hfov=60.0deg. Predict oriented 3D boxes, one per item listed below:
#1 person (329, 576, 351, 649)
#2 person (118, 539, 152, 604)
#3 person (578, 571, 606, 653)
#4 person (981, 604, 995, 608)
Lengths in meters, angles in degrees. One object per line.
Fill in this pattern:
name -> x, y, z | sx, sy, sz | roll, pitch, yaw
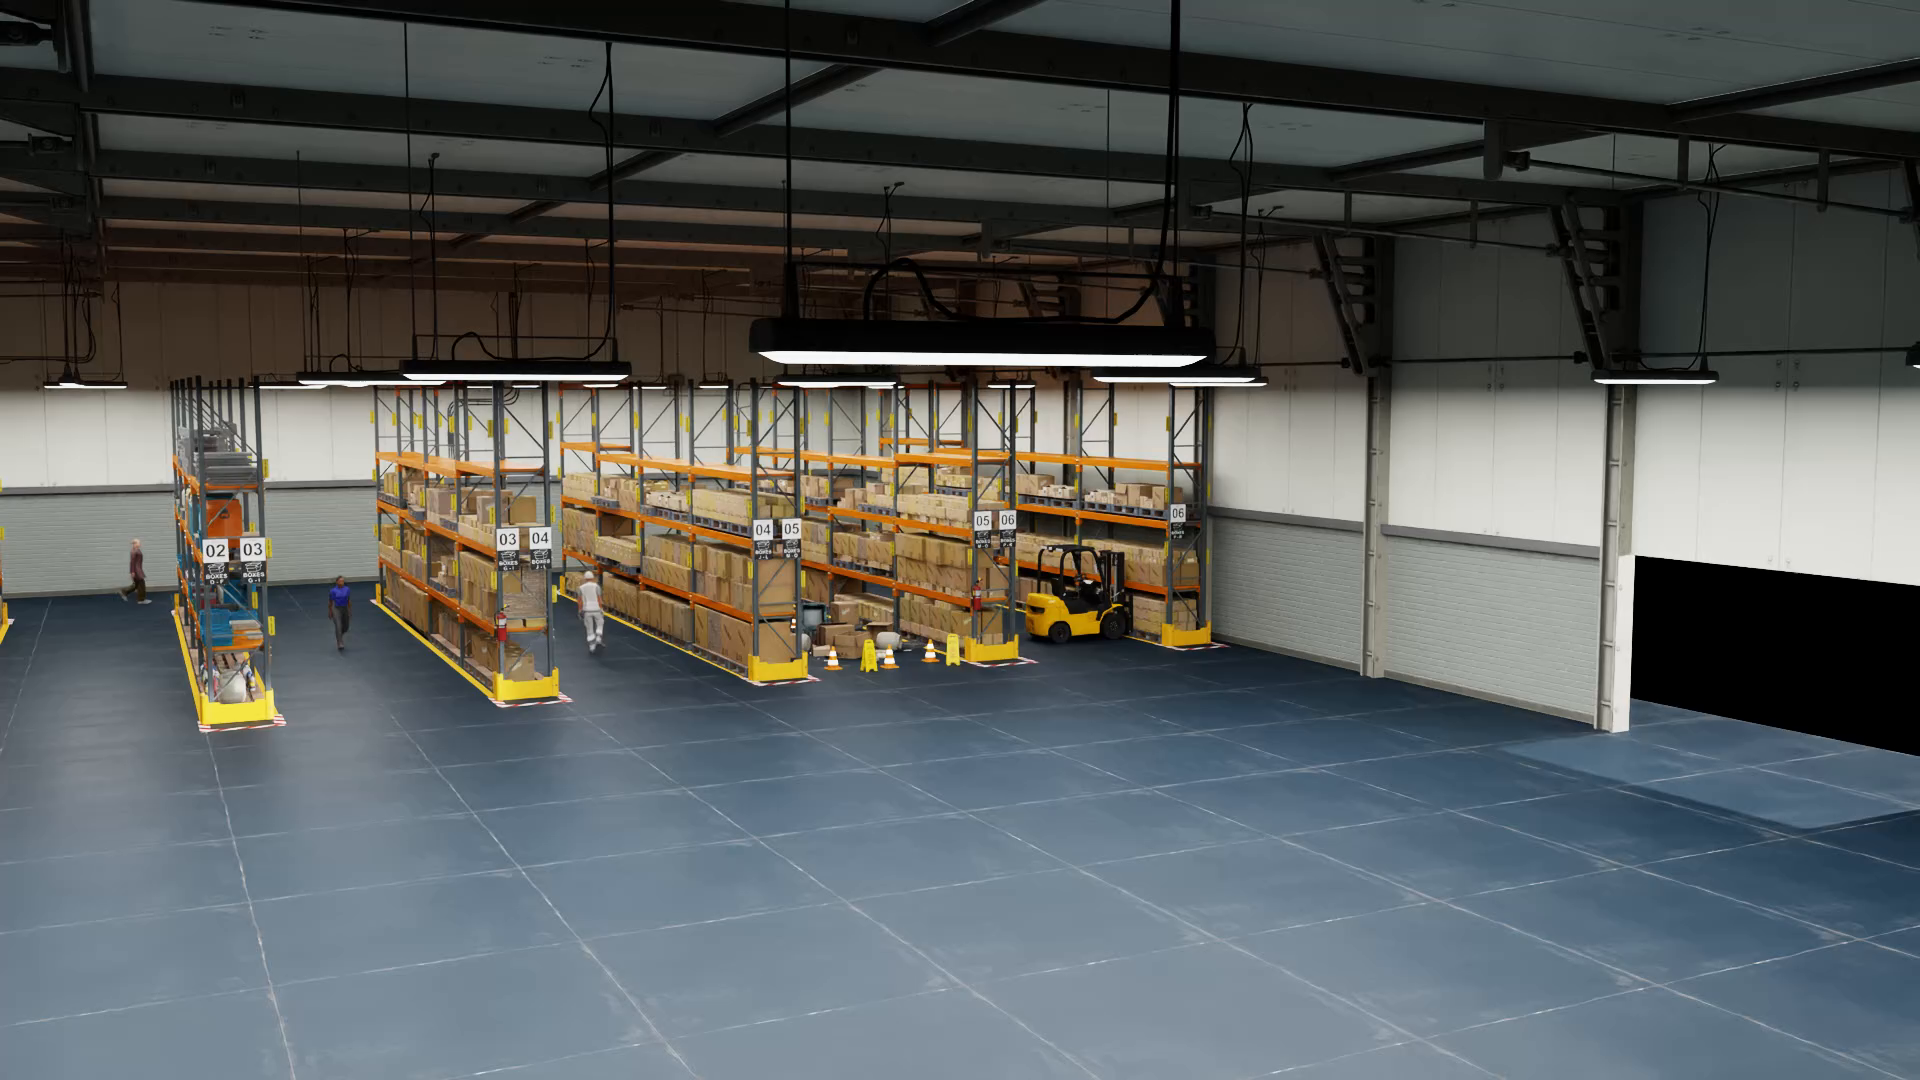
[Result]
person -> -13.921, 1.594, 37.326 | 0.479, 1.612, 0.928 | -5, 7, -43
person -> -22.268, 0.845, 44.816 | 0.834, 1.758, 0.564 | -2, 6, -25
person -> -8.113, 1.577, 36.609 | 0.576, 1.777, 0.550 | -1, 5, -14
person -> 0.612, 1.395, 40.072 | 0.604, 1.553, 0.718 | -2, 6, -25
